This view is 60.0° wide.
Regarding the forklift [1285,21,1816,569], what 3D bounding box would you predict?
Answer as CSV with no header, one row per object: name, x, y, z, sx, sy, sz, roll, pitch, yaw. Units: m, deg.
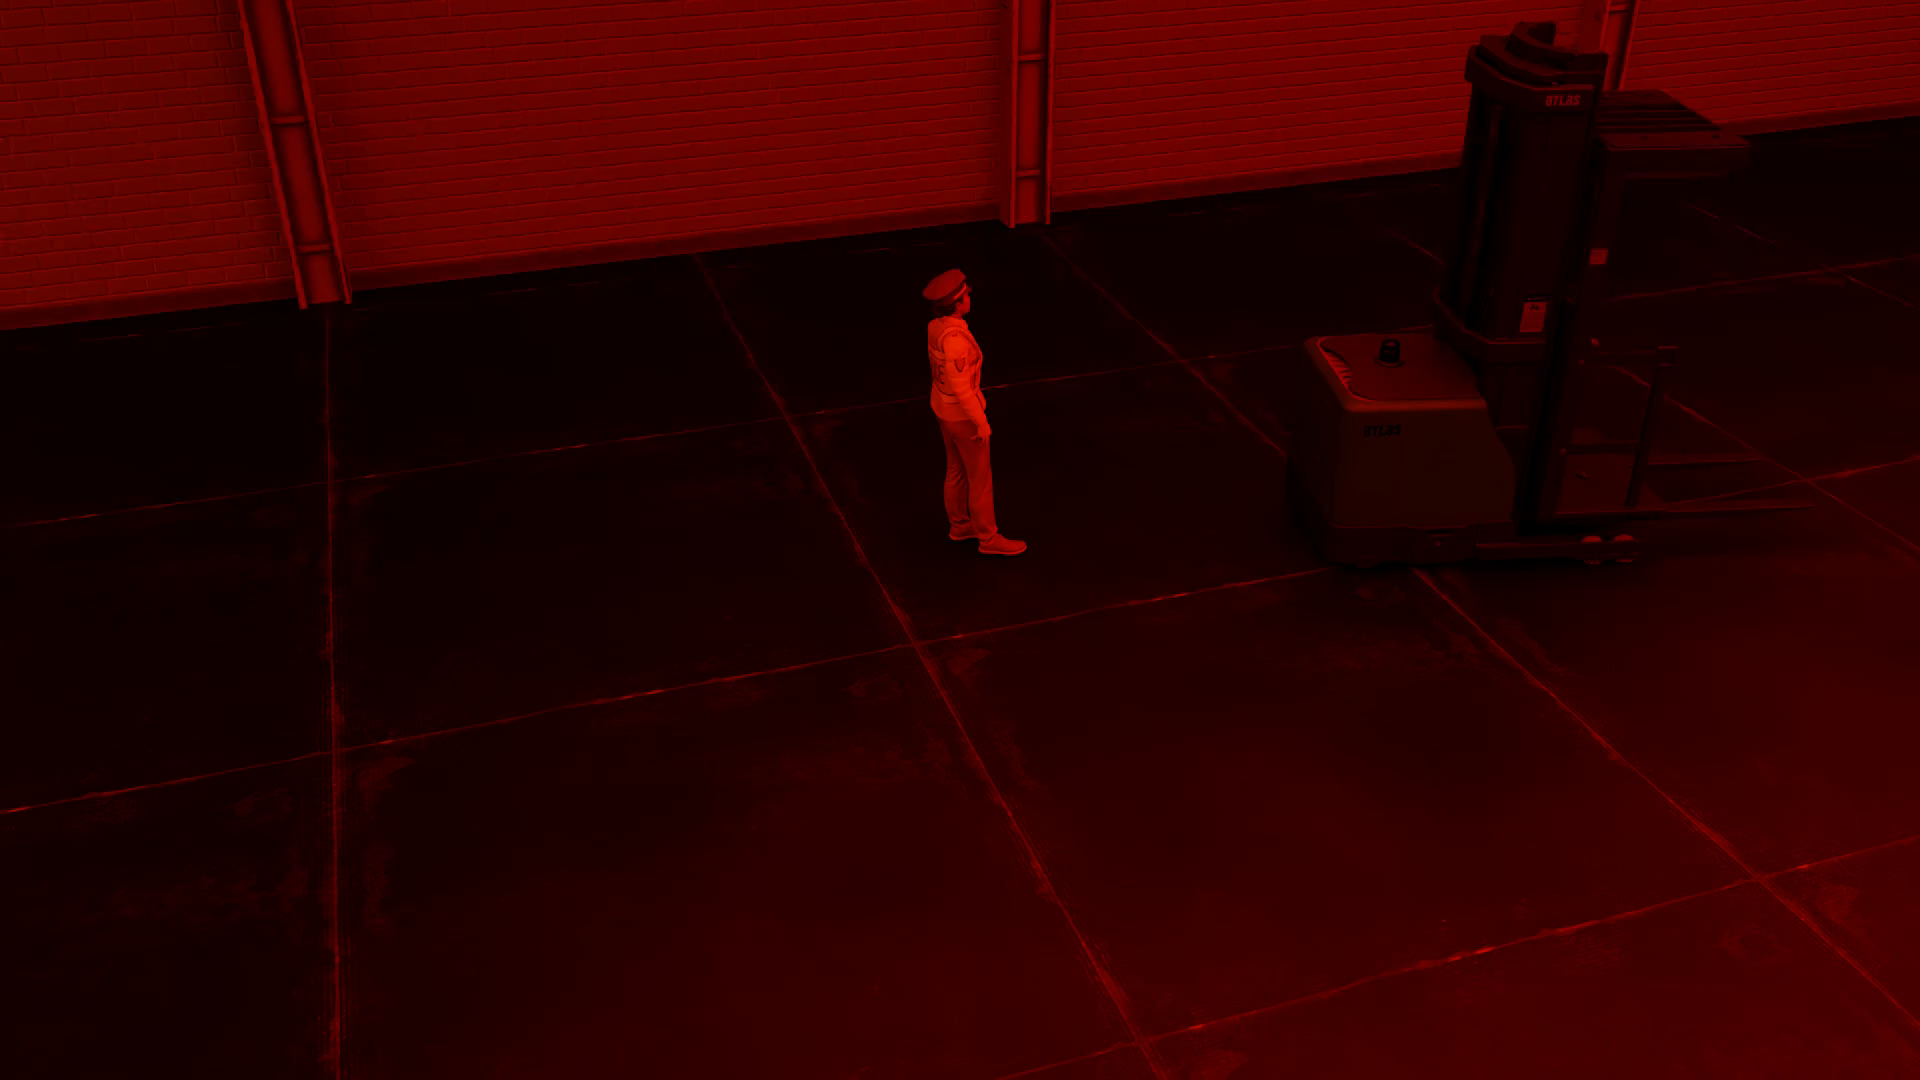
forklift,3.586,-1.389,9.501,3.031,2.935,1.130,-2,30,-4

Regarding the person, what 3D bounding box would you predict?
person,0.068,-0.748,9.613,0.530,1.694,0.586,-10,31,-16
